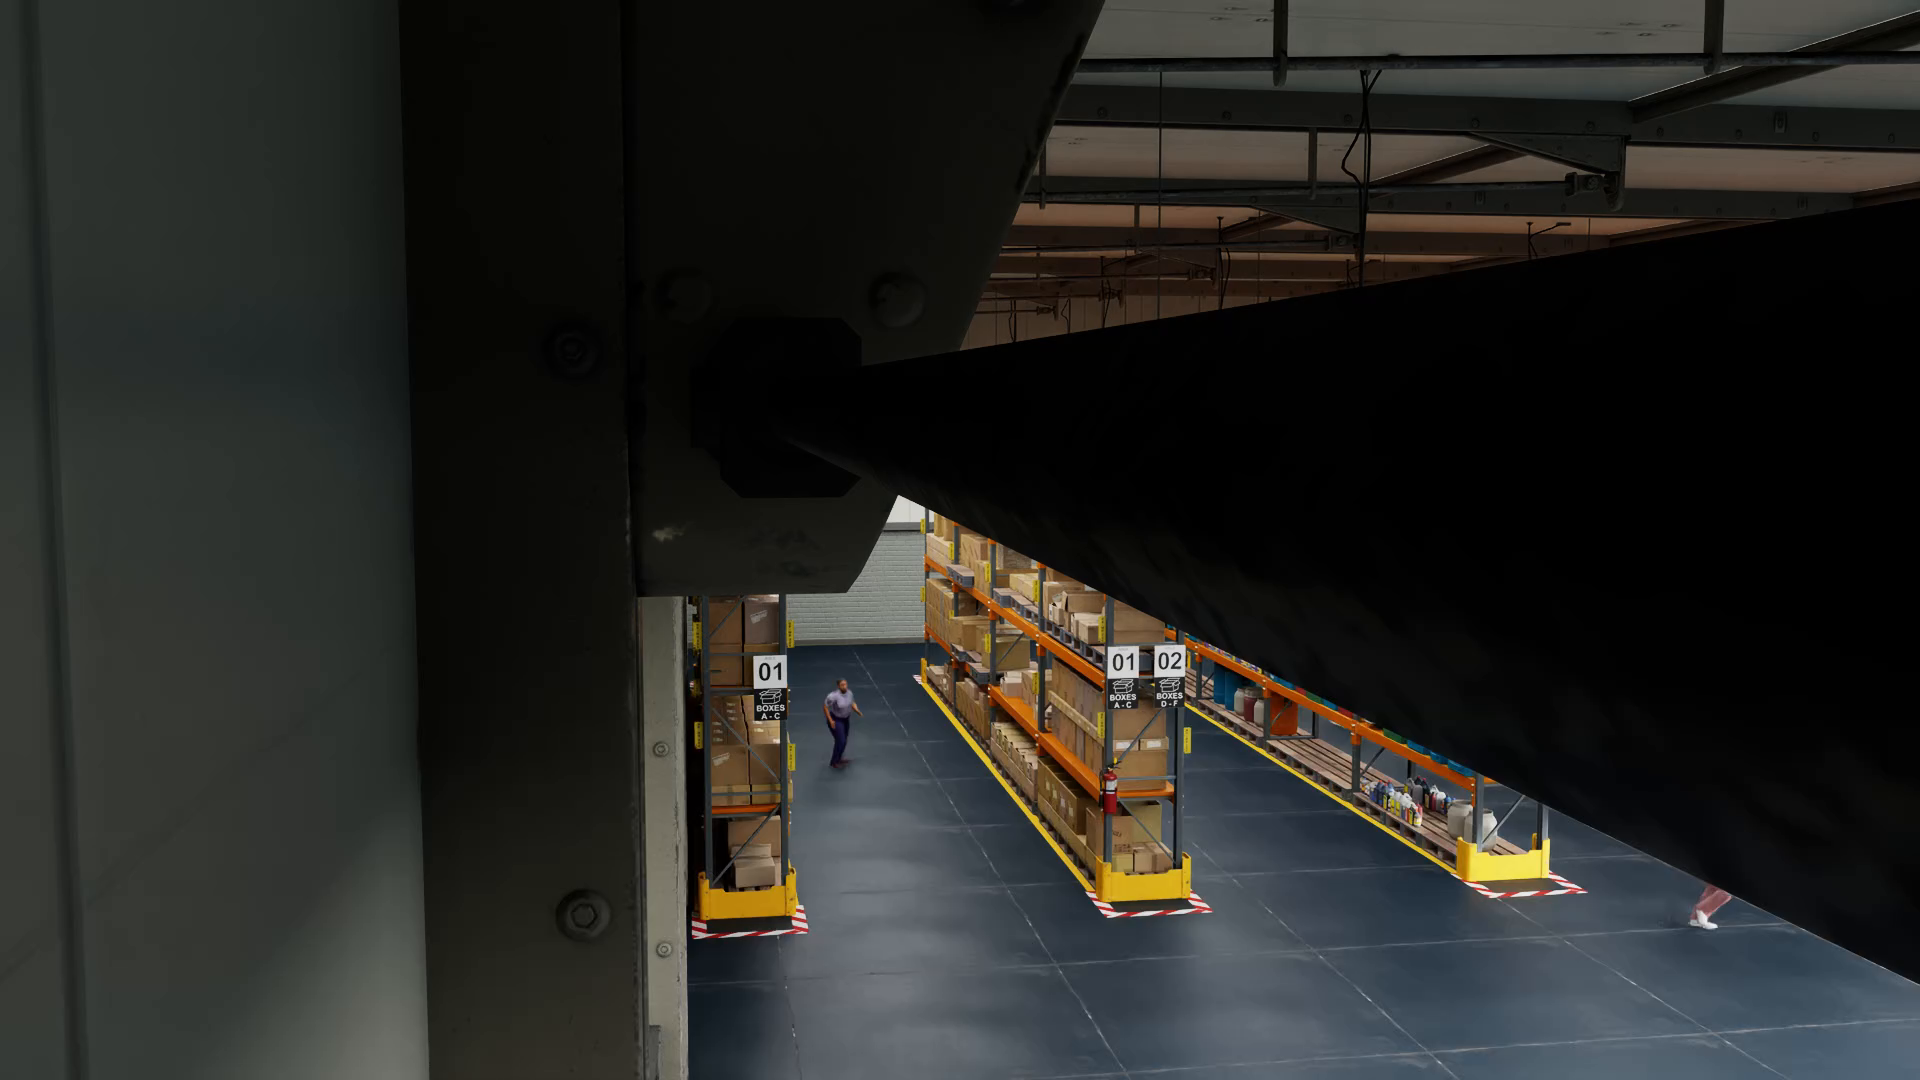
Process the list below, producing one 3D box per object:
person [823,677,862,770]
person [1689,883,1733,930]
[{"bbox_3d":[-1.988,3.098,28.186,0.759,1.580,0.662,4,6,35],"label":"person"},{"bbox_3d":[8.953,3.794,19.623,0.556,1.631,0.588,4,7,42],"label":"person"}]
